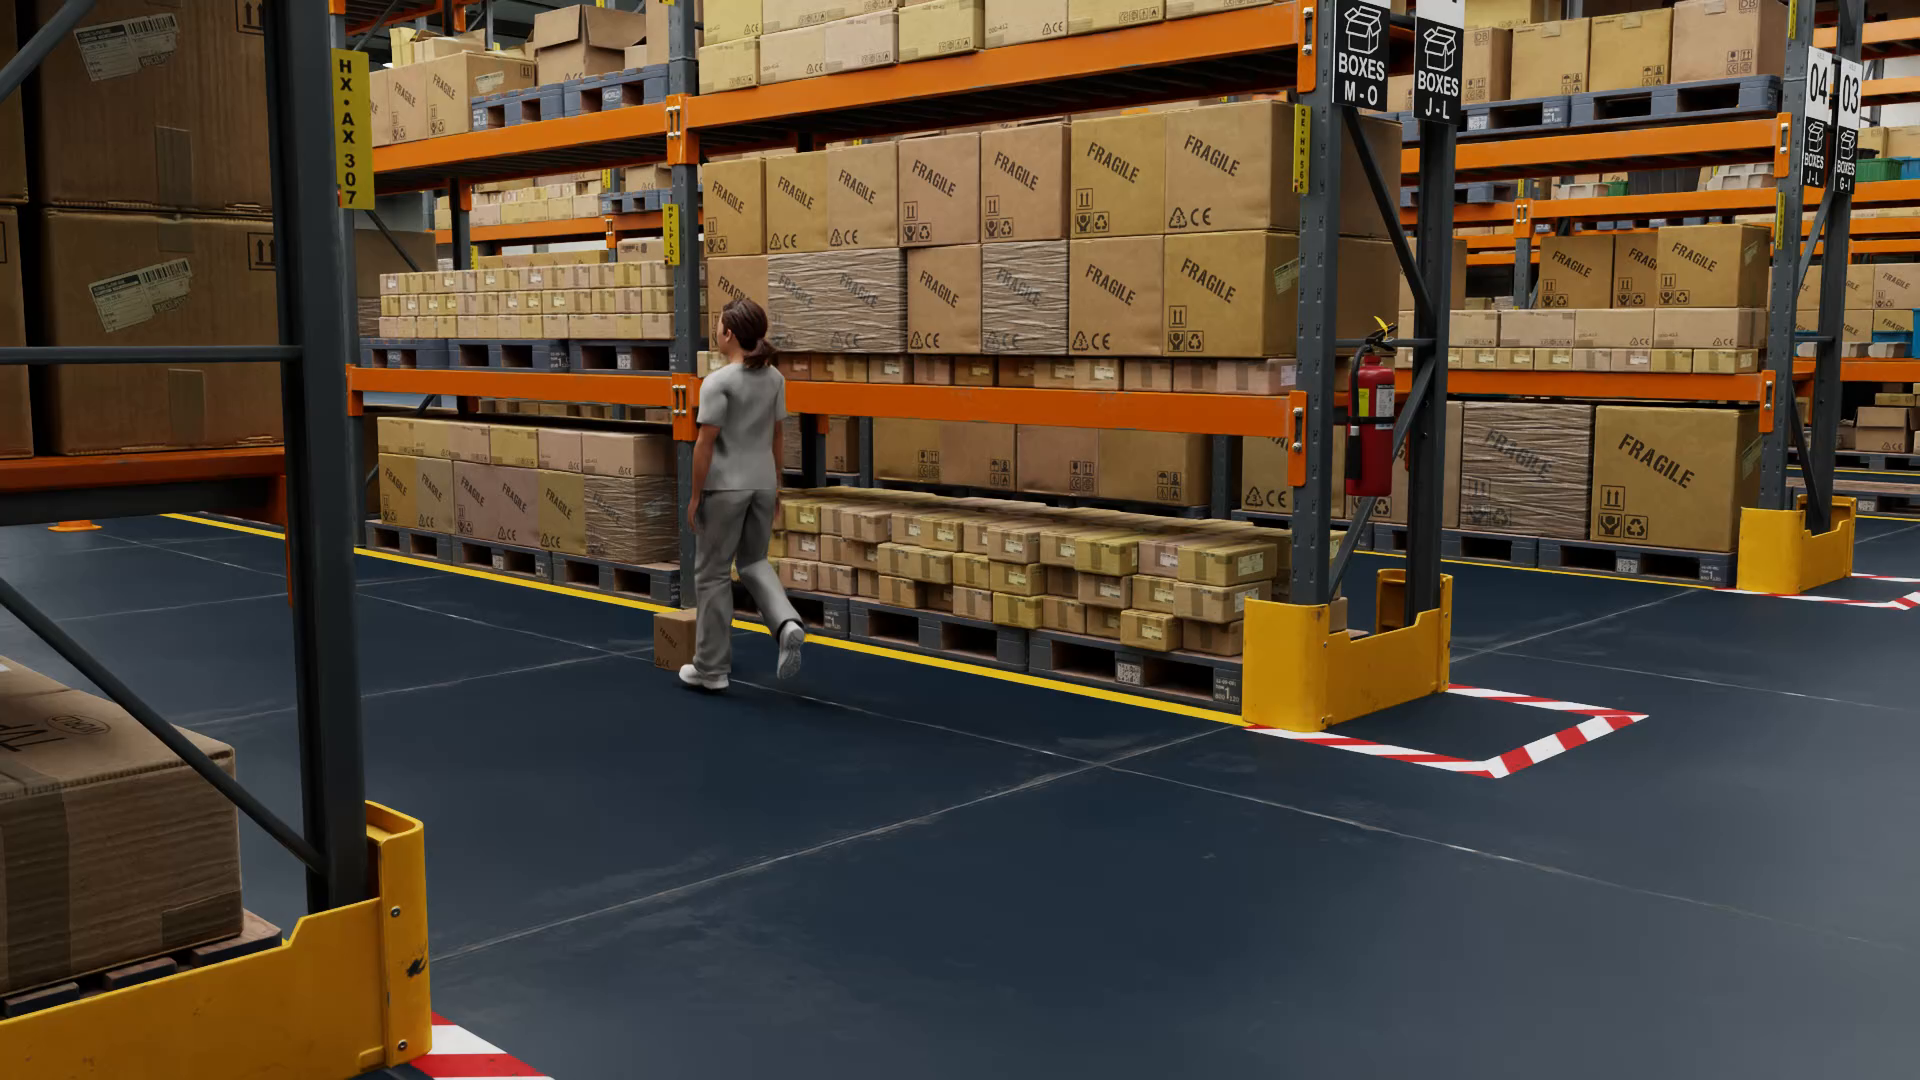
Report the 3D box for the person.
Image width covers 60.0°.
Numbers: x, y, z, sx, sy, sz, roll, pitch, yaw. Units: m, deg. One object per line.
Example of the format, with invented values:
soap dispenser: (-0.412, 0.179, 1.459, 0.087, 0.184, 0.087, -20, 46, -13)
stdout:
person: (-0.959, -0.186, 7.078, 0.485, 1.662, 0.639, -7, 10, -43)
